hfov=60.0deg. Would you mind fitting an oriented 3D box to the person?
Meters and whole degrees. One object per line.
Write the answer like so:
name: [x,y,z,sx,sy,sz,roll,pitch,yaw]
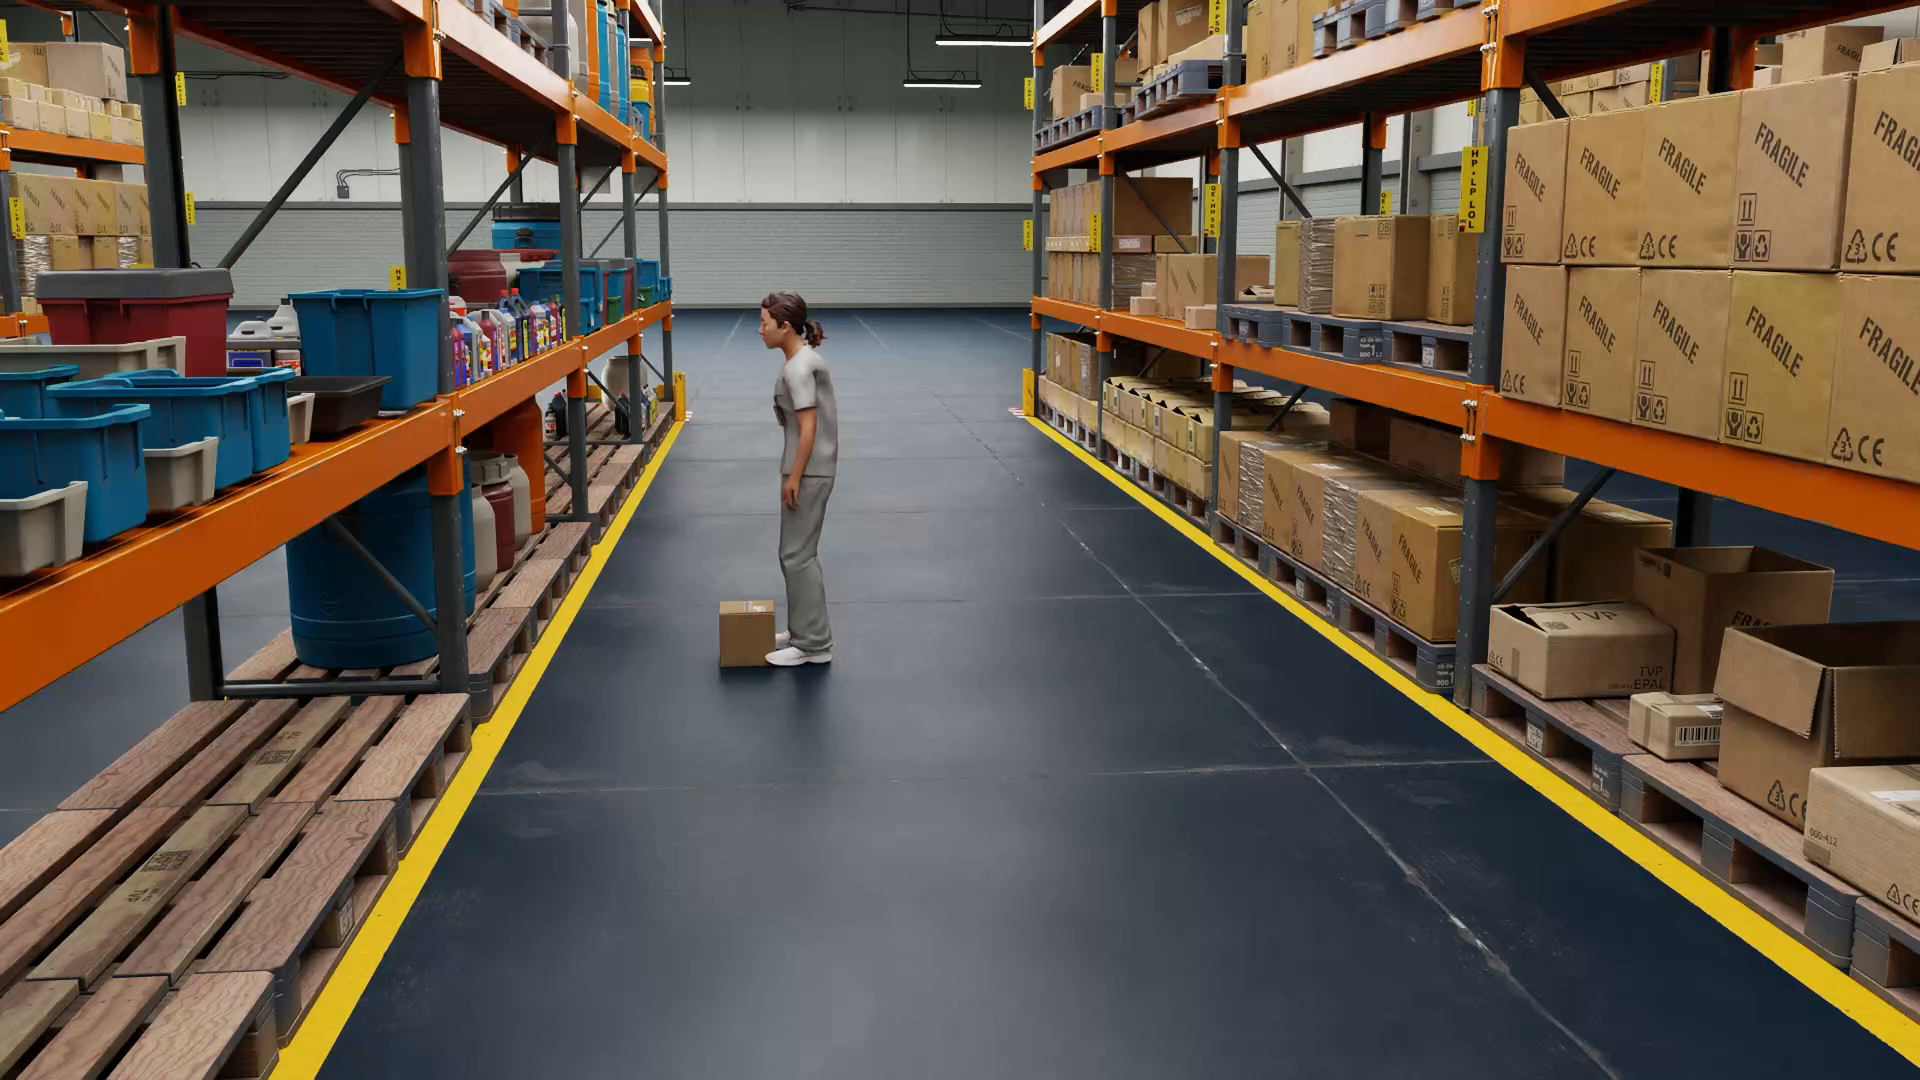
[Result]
person: [-0.724,-0.282,7.493,0.354,1.673,0.490,-1,10,-6]
